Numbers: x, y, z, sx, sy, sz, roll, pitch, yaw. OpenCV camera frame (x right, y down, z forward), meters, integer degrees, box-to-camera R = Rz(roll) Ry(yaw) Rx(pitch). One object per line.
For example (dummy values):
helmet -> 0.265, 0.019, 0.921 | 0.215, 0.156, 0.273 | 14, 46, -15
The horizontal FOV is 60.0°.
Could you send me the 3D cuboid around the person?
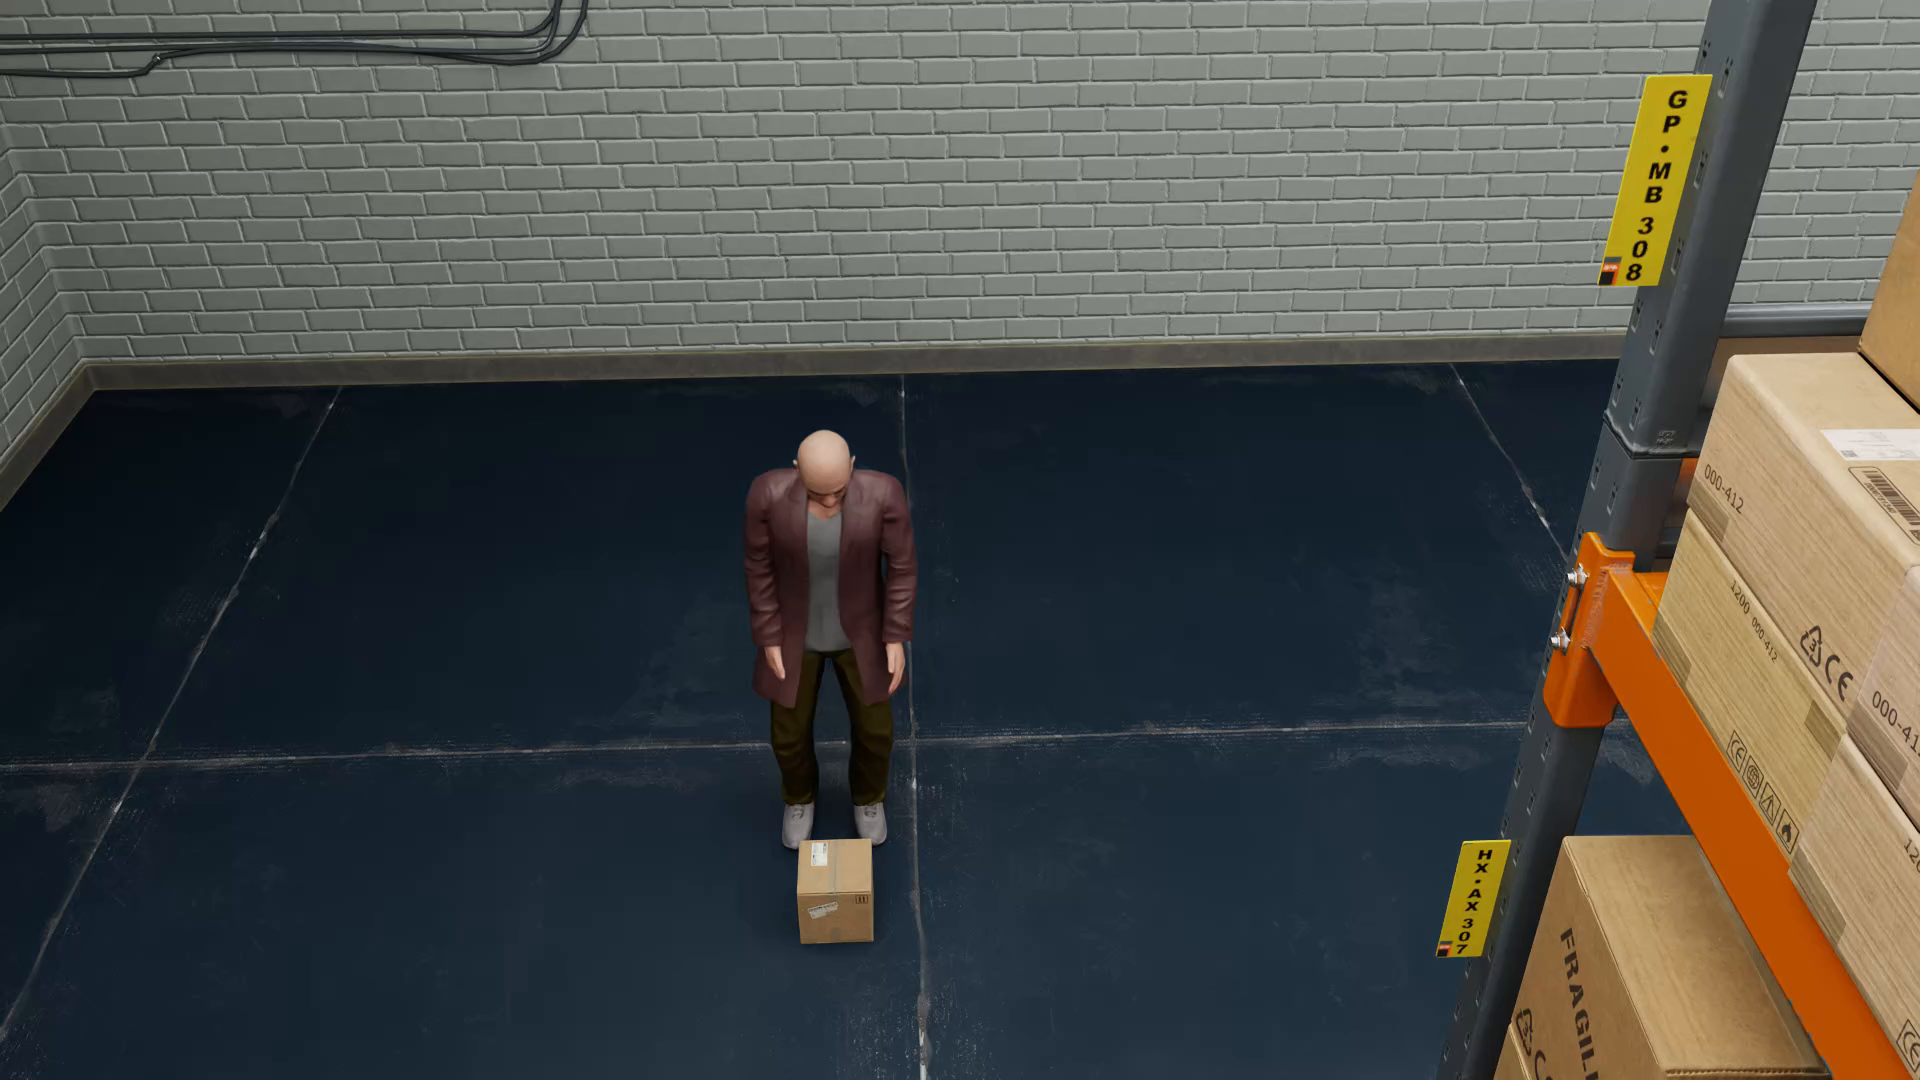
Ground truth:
person -> -0.435, 0.331, 5.737 | 0.591, 1.727, 0.432 | -1, 35, -1
